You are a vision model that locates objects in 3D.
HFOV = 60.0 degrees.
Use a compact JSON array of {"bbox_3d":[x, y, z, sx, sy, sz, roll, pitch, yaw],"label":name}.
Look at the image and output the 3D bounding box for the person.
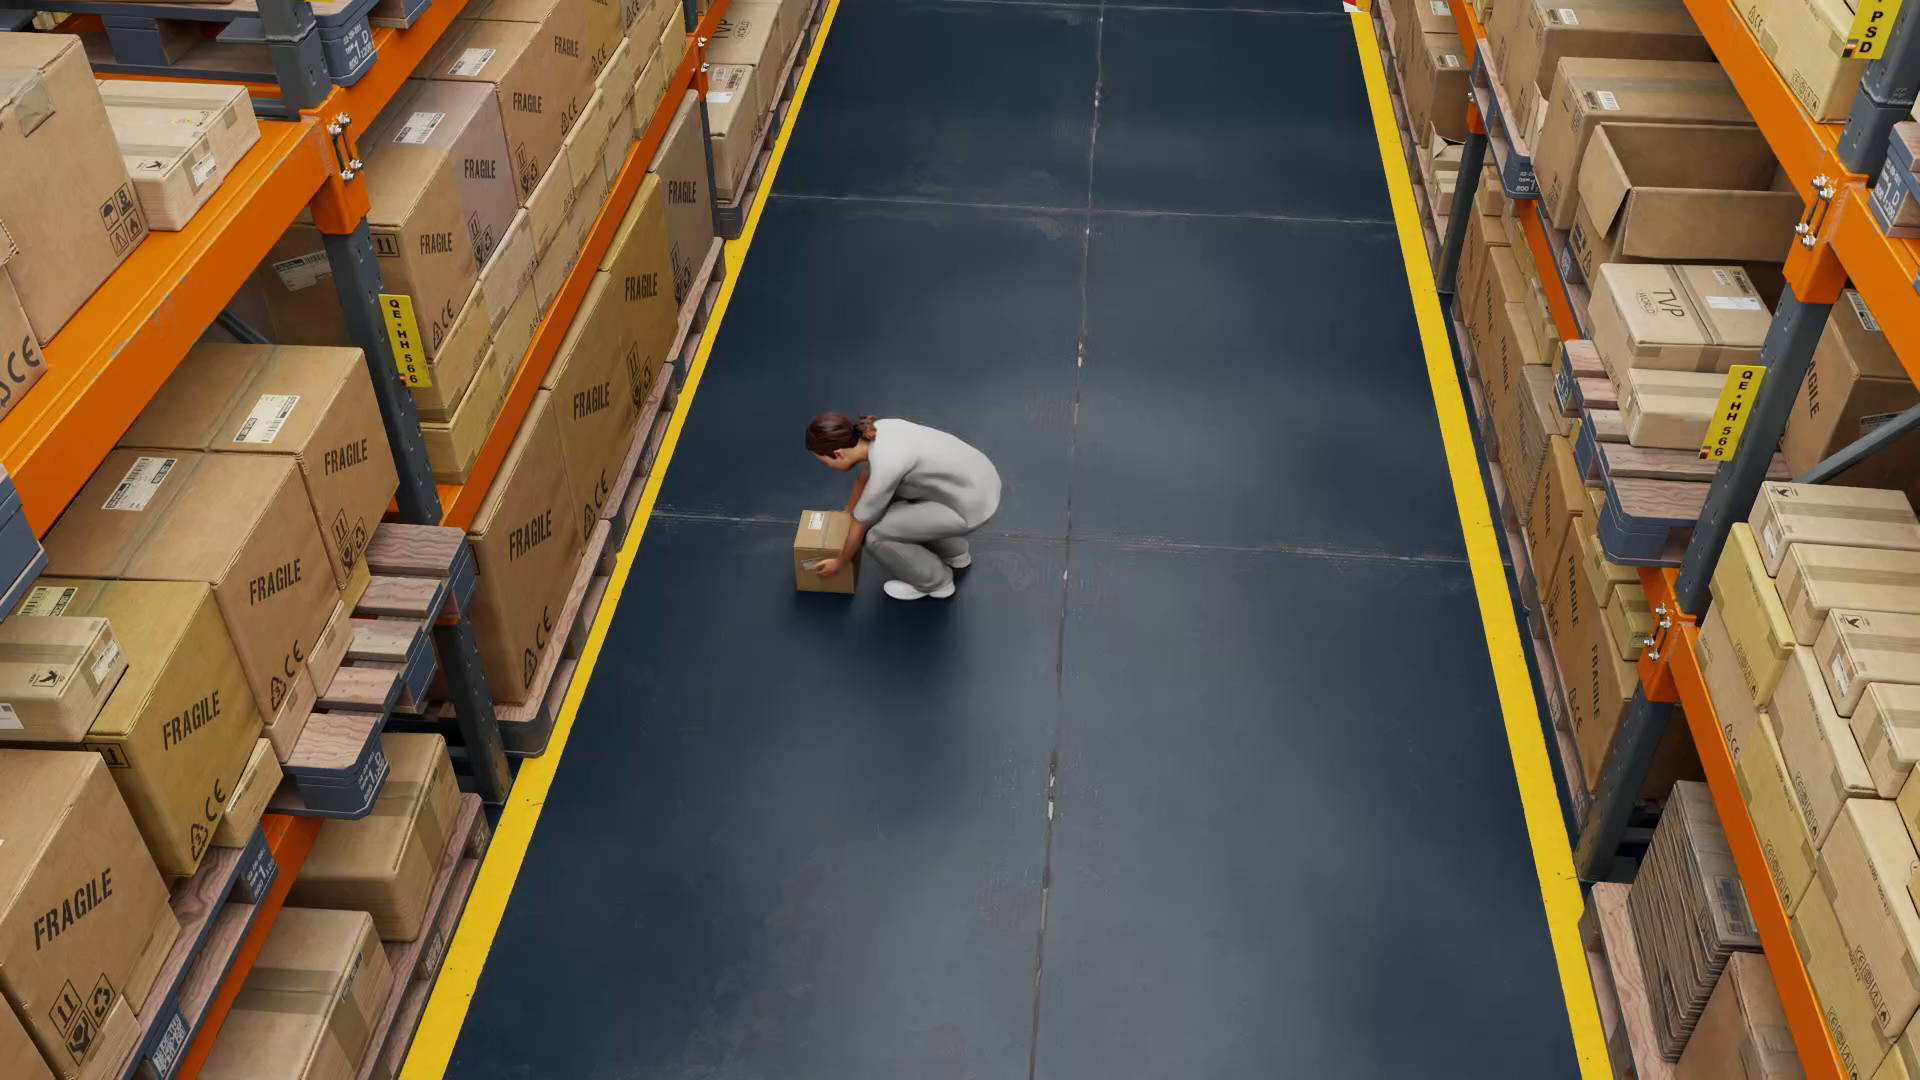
[{"bbox_3d":[-0.229,-0.166,6.964,0.797,0.892,0.485,3,40,4],"label":"person"}]
